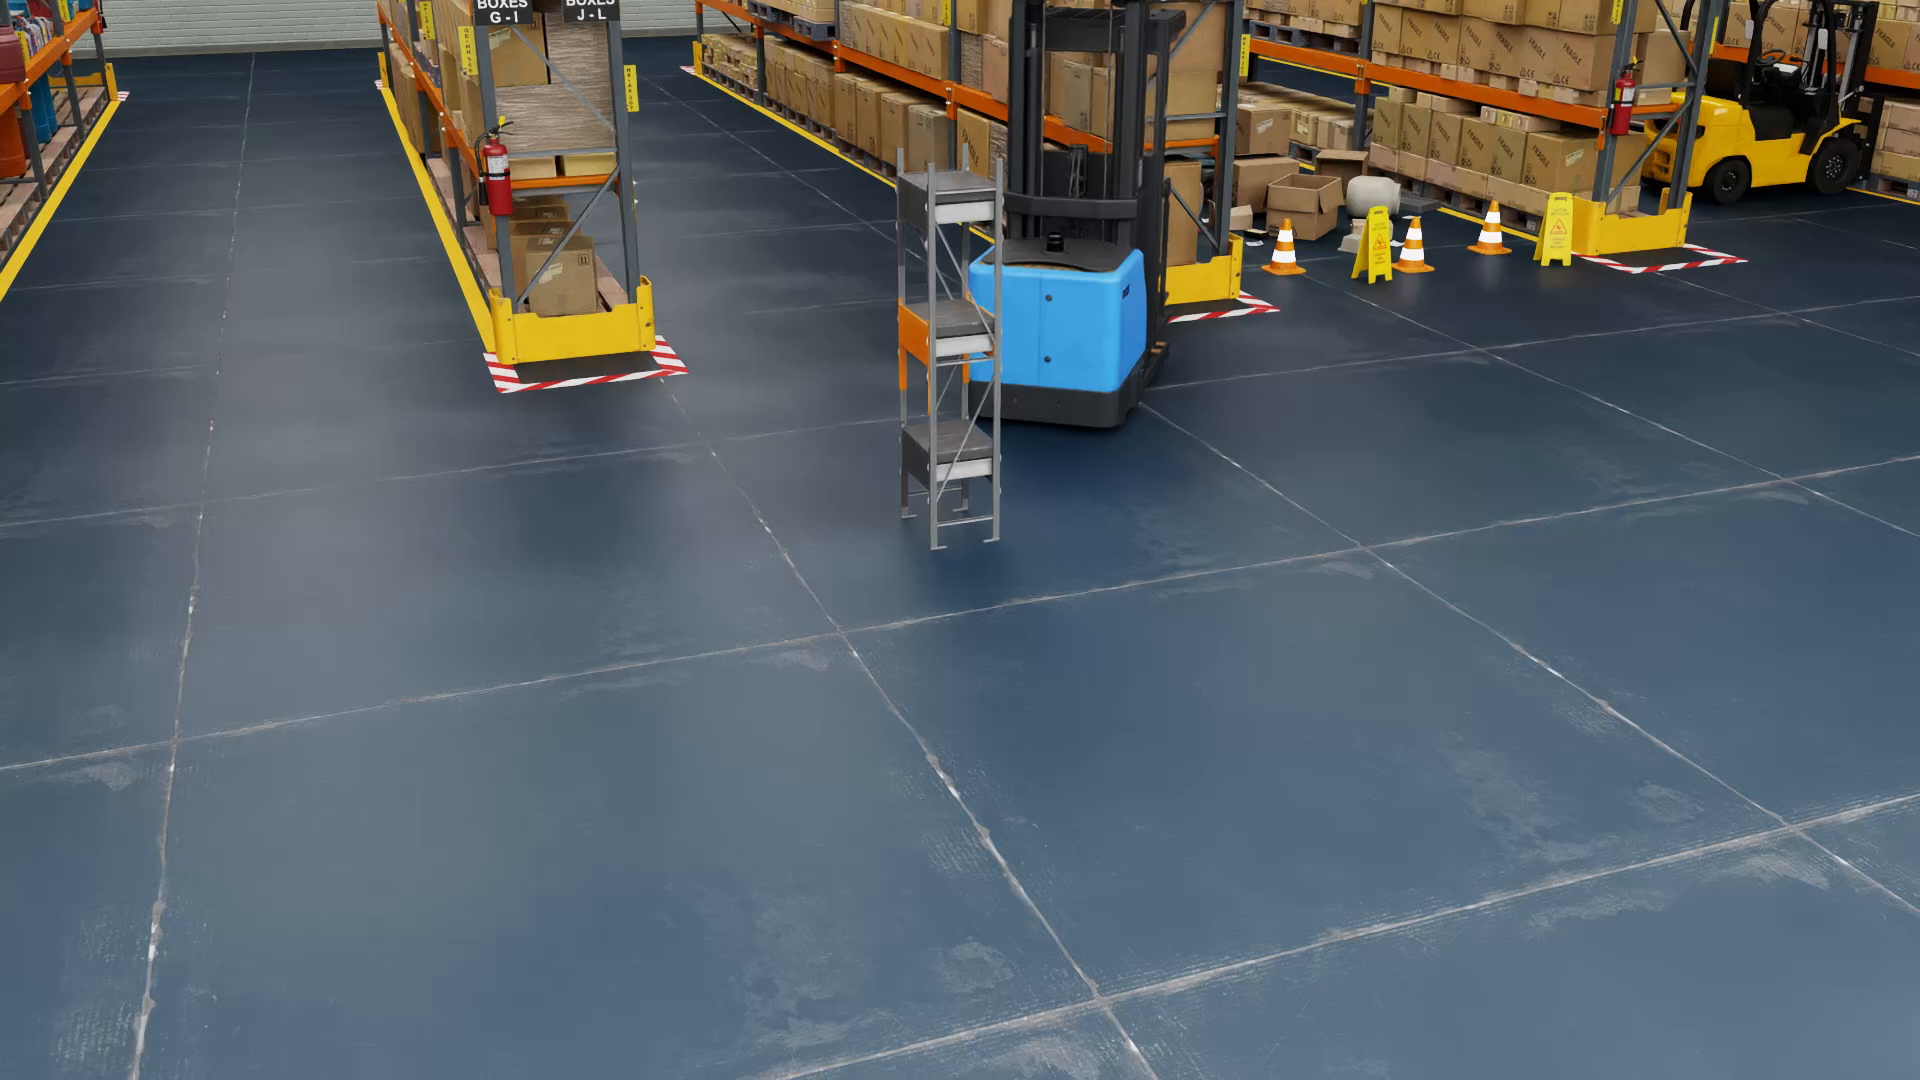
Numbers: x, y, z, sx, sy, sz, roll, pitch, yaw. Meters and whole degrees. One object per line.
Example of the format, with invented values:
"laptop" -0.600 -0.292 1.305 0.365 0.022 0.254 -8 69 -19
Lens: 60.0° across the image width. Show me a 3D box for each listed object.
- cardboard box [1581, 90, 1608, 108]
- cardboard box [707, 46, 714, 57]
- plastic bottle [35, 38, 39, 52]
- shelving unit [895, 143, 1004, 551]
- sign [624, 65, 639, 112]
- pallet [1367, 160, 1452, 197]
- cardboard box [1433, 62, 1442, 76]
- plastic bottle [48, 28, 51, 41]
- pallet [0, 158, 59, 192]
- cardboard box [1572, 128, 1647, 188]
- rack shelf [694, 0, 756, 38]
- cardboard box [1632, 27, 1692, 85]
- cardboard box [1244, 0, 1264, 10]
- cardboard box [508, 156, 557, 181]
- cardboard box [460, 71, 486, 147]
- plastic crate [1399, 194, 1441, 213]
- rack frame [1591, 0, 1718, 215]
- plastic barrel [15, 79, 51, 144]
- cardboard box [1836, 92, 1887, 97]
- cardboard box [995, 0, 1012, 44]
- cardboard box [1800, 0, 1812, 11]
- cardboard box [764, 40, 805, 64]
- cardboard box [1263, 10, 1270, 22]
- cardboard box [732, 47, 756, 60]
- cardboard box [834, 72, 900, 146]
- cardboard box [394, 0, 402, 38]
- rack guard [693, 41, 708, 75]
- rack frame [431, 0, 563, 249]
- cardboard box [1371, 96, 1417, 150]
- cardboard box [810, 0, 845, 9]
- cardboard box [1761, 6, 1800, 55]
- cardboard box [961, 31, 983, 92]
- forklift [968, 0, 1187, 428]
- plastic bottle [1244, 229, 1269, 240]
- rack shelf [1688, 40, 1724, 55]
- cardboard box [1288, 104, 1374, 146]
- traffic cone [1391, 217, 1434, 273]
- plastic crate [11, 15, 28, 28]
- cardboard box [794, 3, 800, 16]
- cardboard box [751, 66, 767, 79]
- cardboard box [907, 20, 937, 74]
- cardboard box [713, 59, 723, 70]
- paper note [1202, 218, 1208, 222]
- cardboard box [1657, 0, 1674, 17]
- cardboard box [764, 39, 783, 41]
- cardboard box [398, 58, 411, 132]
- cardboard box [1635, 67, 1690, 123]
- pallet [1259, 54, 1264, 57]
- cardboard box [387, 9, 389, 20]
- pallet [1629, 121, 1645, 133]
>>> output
"cardboard box" 6.047 -4.141 15.537 0.380 0.149 0.250 -8 24 -17
"cardboard box" -3.879 -7.932 26.955 0.380 0.149 0.250 -8 24 -19
"plastic bottle" -10.820 -5.794 19.389 0.097 0.201 0.097 0 23 0
"shelving unit" -0.058 -1.028 8.985 0.431 2.100 0.503 -8 24 -19
"sign" -2.384 -3.264 12.018 0.100 0.325 0.005 -8 24 -19
"pallet" 5.237 -4.080 18.658 1.003 0.211 1.213 -8 24 -19
"cardboard box" 5.216 -4.966 17.493 0.380 0.149 0.250 -8 24 -19
"plastic bottle" -11.256 -6.243 20.455 0.097 0.201 0.097 0 23 0
"pallet" -10.669 -4.014 18.501 1.003 0.211 1.213 -8 24 -19
"cardboard box" 6.344 -3.762 16.348 0.500 0.500 0.500 -9 25 -21
"rack shelf" -3.162 -8.190 25.746 1.077 0.370 4.000 -8 24 -19
"cardboard box" 6.471 -4.544 15.657 0.500 0.500 0.500 -9 24 -20
"cardboard box" 3.880 -6.858 20.608 0.500 0.500 0.500 -8 24 -18
"cardboard box" -3.185 -2.750 12.237 0.380 0.149 0.250 -8 24 -19
"cardboard box" -3.349 -3.343 12.807 0.875 0.500 0.500 -8 24 -19
"plastic crate" 4.754 -3.576 17.630 0.402 0.080 0.583 -18 29 -37
"rack frame" 6.379 -4.151 15.236 1.000 3.000 0.127 -8 24 -19
"plastic barrel" -11.338 -5.241 19.983 0.600 0.901 0.708 -8 24 -19
"cardboard box" 10.022 -4.897 18.718 0.500 0.250 0.500 -9 24 -20
"cardboard box" 0.834 -4.917 15.471 0.875 0.550 0.550 -8 24 -19
"cardboard box" 9.795 -6.099 18.895 0.380 0.149 0.250 -9 24 -20
"cardboard box" -2.441 -6.877 23.417 0.500 0.250 0.500 -9 25 -21
"cardboard box" 3.988 -6.502 20.596 0.380 0.149 0.250 -7 24 -17
"cardboard box" -3.247 -7.410 25.333 0.380 0.149 0.250 -10 25 -22
"cardboard box" -0.911 -5.265 20.235 1.050 0.750 0.750 -9 24 -20
"cardboard box" -6.847 -6.631 20.992 0.500 0.500 0.500 -9 24 -20
"rack guard" -3.841 -8.069 27.750 1.175 0.500 0.348 -8 24 -19
"rack frame" -4.305 -4.244 15.458 1.000 3.000 0.127 -8 24 -19
"cardboard box" 4.922 -4.625 18.394 0.500 0.500 0.500 -7 24 -16
"cardboard box" -1.642 -6.673 20.621 0.380 0.149 0.250 -8 24 -18
"cardboard box" 9.721 -5.948 19.372 0.500 0.500 0.500 -8 24 -18
"cardboard box" 0.513 -4.825 16.642 0.875 0.550 0.550 -8 24 -19
"forklift" 0.933 -2.623 11.699 1.130 2.935 3.031 6 24 15
"plastic bottle" 2.878 -3.002 16.295 0.133 0.061 0.283 -18 29 -37
"rack shelf" 8.902 -6.682 22.167 1.077 0.370 4.000 -8 24 -19
"cardboard box" 4.521 -5.038 20.183 0.950 0.372 0.625 -7 24 -16
"traffic cone" 4.102 -2.685 15.025 0.336 0.463 0.334 -8 24 -19
"plastic crate" -12.411 -6.742 21.661 0.437 0.125 0.590 -8 24 -19
"cardboard box" -1.908 -6.810 21.329 0.380 0.149 0.250 -9 24 -20
"cardboard box" -2.864 -6.883 24.464 0.380 0.149 0.250 -8 24 -18
"cardboard box" -0.242 -5.271 17.764 0.500 0.500 0.500 -9 24 -20
"cardboard box" -3.731 -7.613 26.580 0.380 0.149 0.250 -8 24 -18
"paper note" 2.563 -3.274 16.988 0.172 0.023 0.155 0 23 -1
"cardboard box" 9.007 -6.777 21.016 0.500 0.250 0.500 -9 24 -20
"cardboard box" -3.019 -7.876 26.438 0.380 0.149 0.250 -7 24 -17
"cardboard box" -6.250 -5.491 20.610 1.225 0.875 0.875 -8 24 -19
"cardboard box" 9.147 -5.857 21.800 0.875 0.625 0.625 -9 24 -20
"pallet" 5.679 -9.044 30.437 1.003 0.211 1.213 -8 24 -19
"cardboard box" -7.636 -7.195 22.782 0.380 0.149 0.250 -8 24 -18
"pallet" 9.312 -5.264 21.467 1.003 0.211 1.213 -8 24 -19
